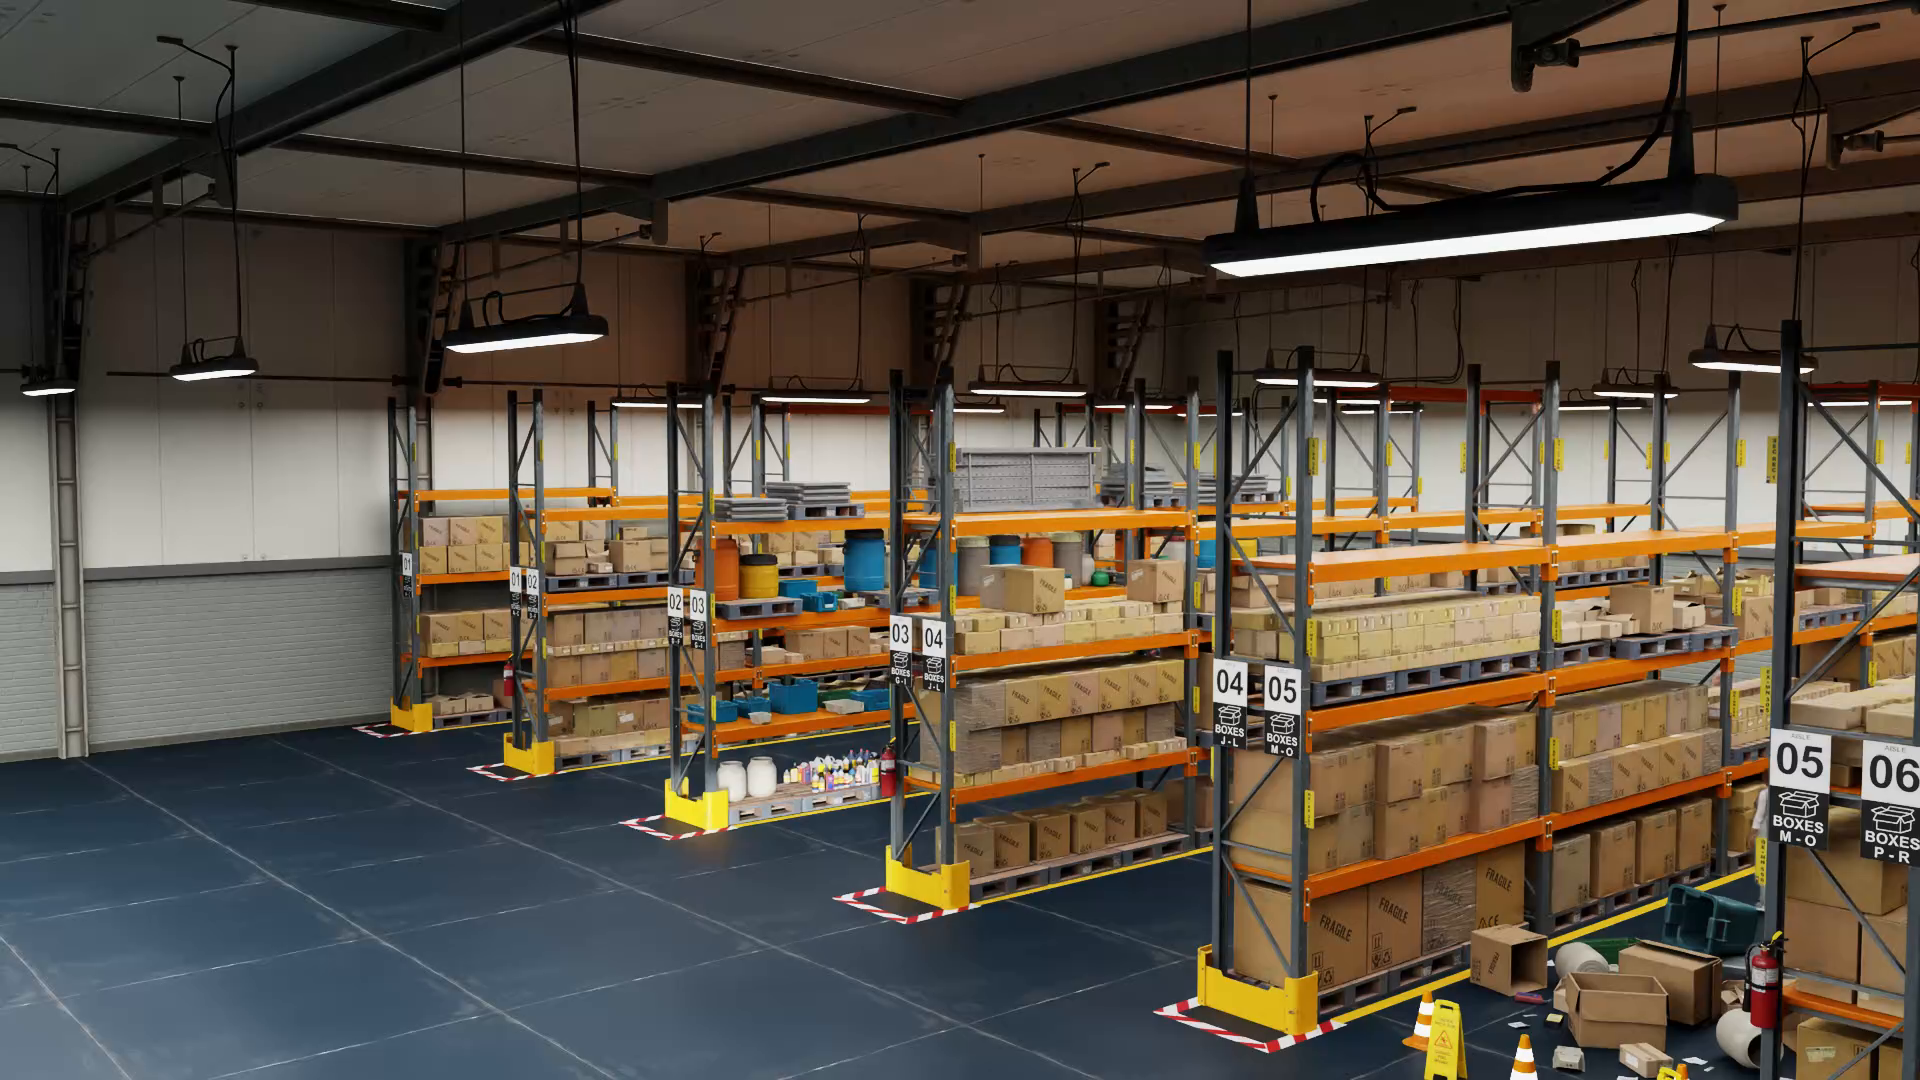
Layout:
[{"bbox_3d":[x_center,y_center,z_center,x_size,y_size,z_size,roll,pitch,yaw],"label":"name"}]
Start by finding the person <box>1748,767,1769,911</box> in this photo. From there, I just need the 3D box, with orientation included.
[{"bbox_3d":[8.946,3.296,18.342,0.449,1.589,0.357,0,3,4],"label":"person"}]

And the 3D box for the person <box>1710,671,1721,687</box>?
[{"bbox_3d":[11.188,2.847,24.645,0.507,1.804,0.597,0,3,2],"label":"person"}]
